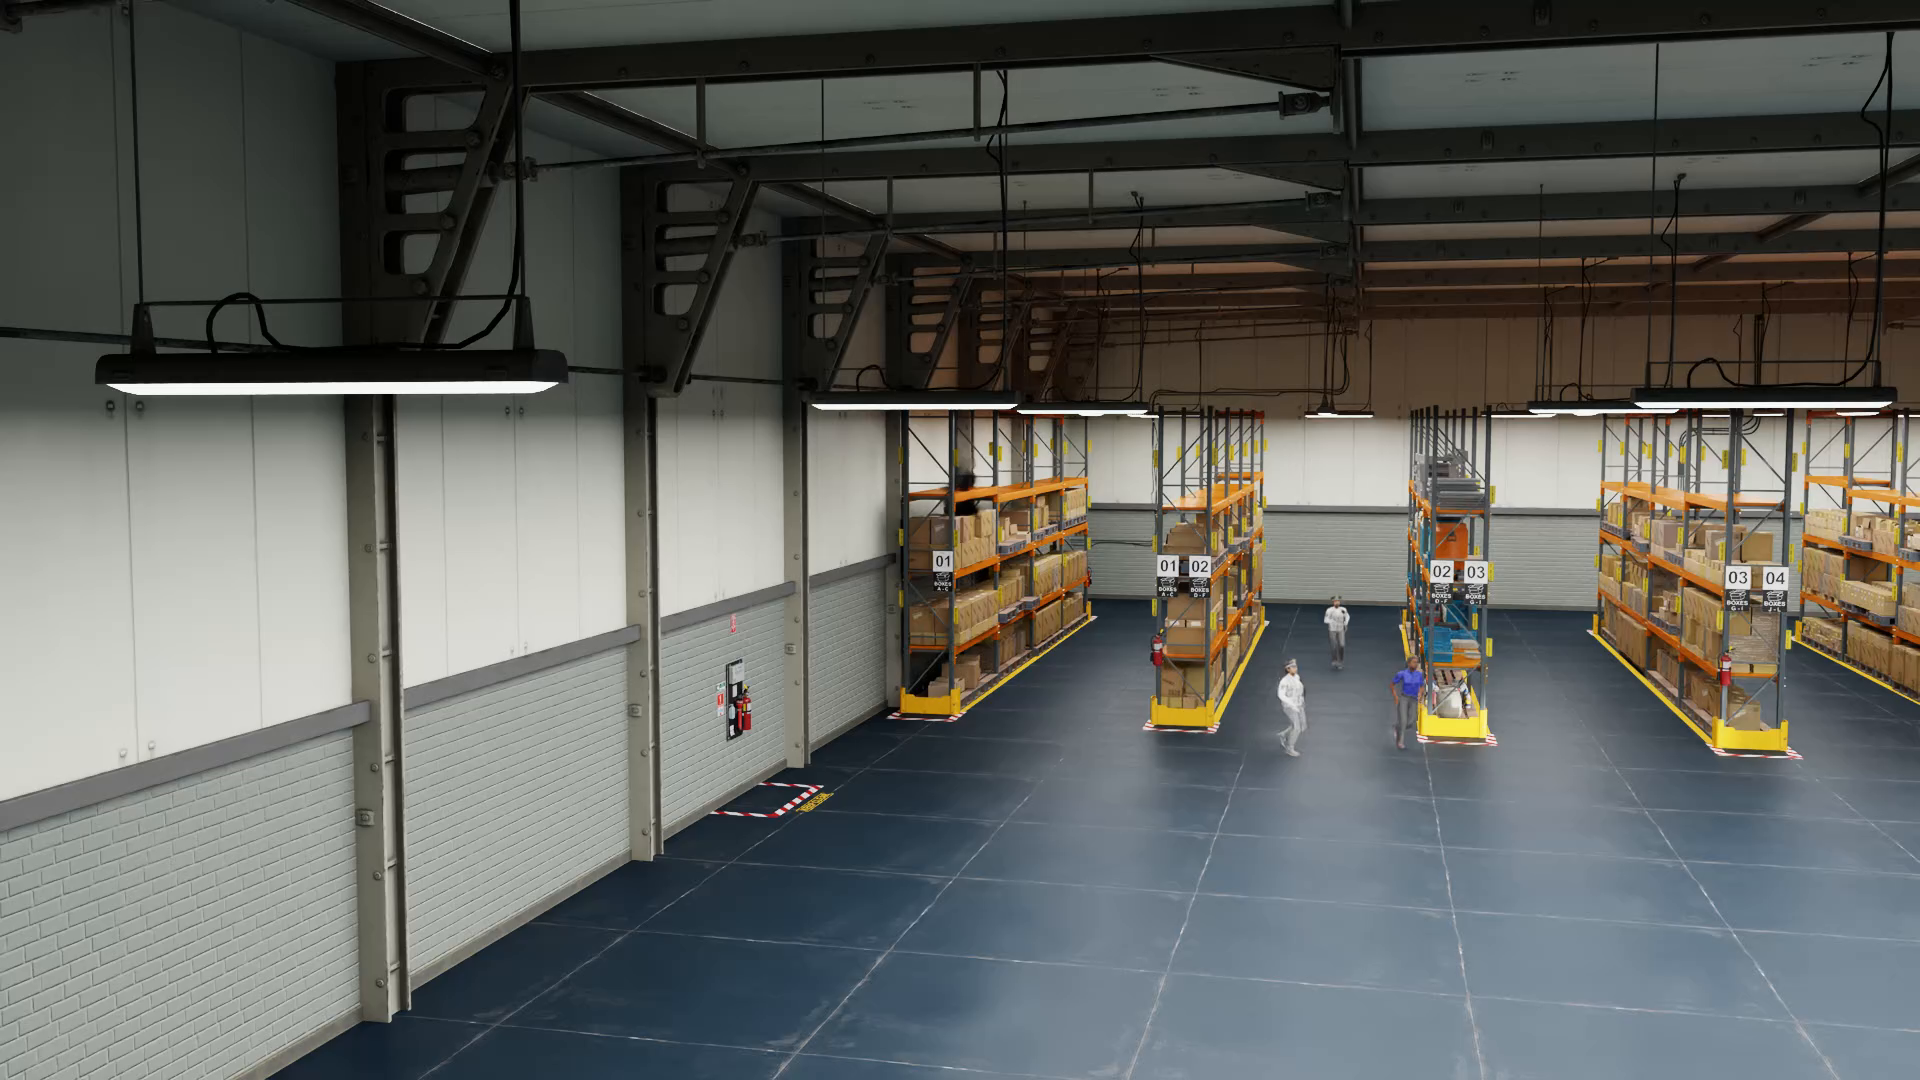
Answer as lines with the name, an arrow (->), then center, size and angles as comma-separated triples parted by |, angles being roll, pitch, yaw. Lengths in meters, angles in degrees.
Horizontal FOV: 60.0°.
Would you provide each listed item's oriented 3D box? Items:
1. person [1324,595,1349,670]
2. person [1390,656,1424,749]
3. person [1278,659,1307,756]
person -> 8.709, 2.134, 38.410 | 0.590, 1.740, 0.726 | 0, 4, 7
person -> 7.871, 2.836, 29.237 | 0.621, 1.591, 0.689 | -1, 4, -7
person -> 5.675, 2.857, 28.509 | 0.619, 1.667, 0.508 | -4, 6, -45
